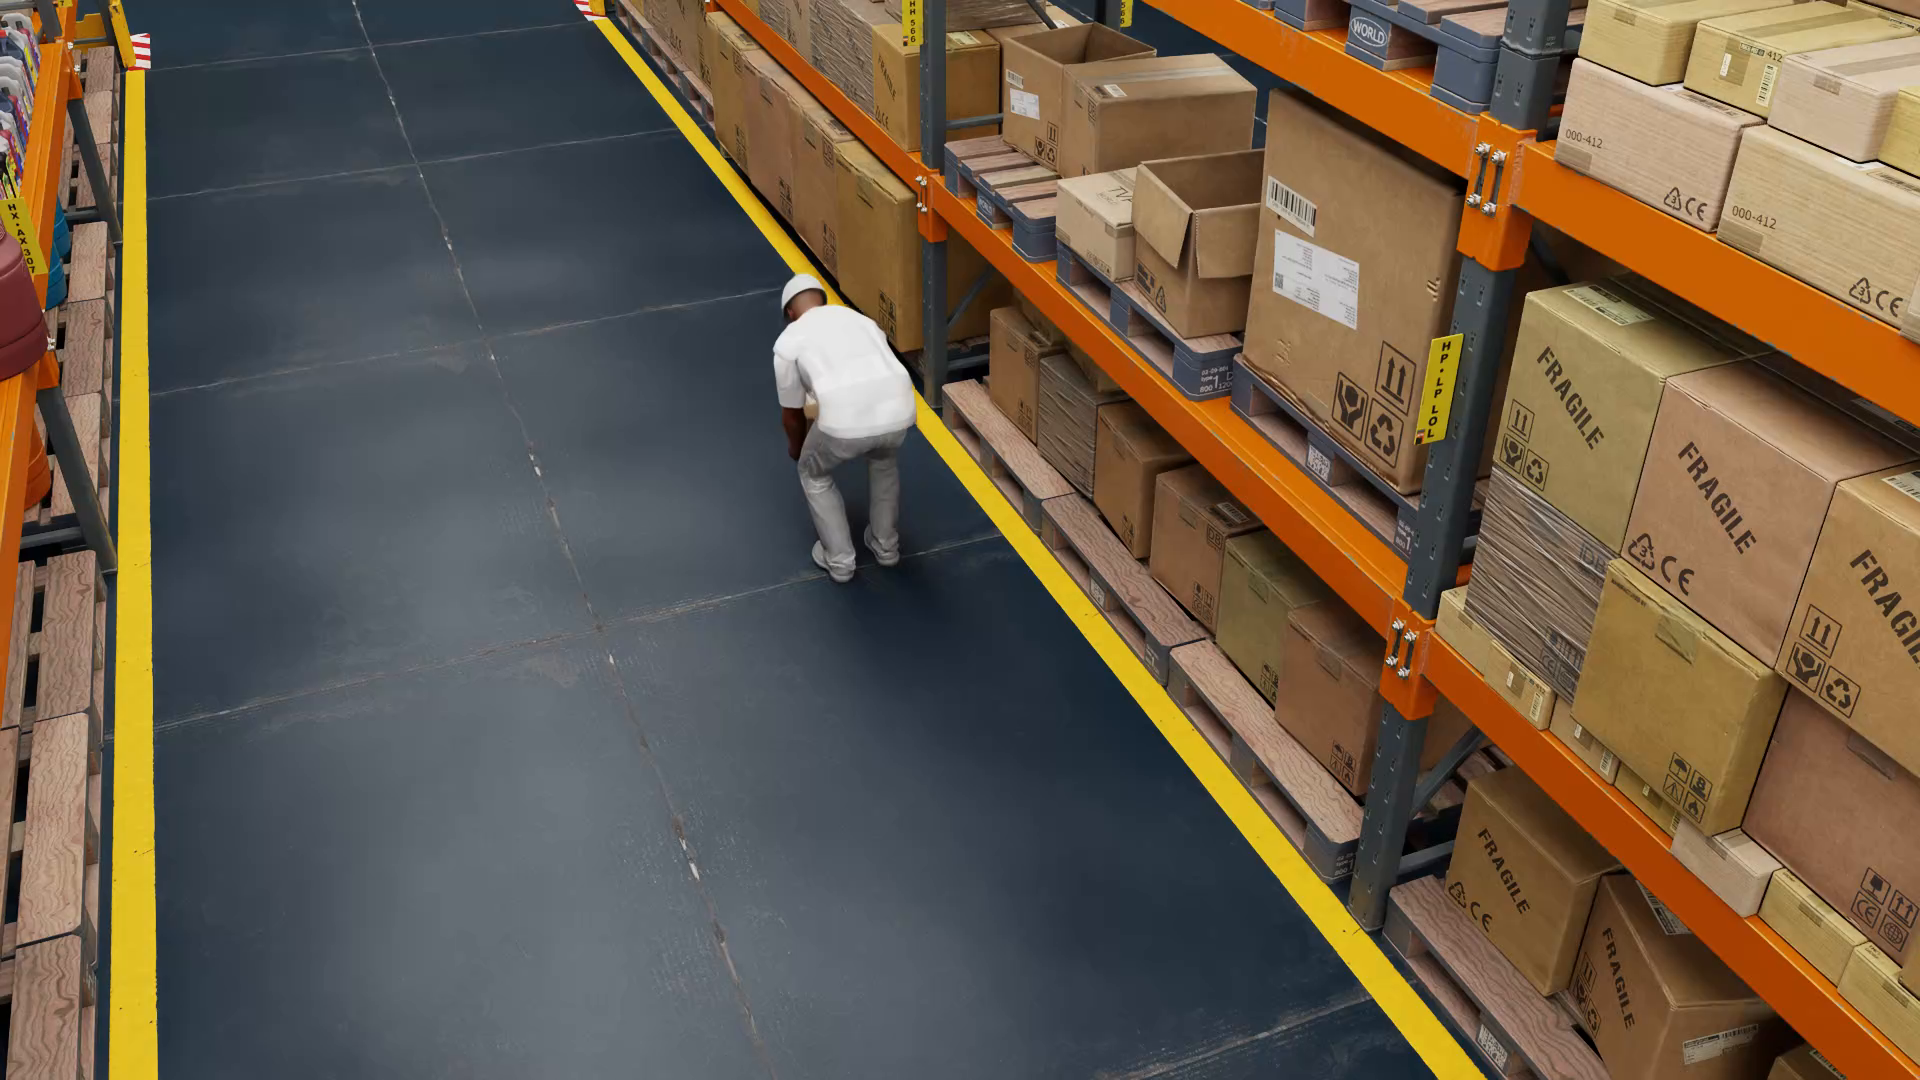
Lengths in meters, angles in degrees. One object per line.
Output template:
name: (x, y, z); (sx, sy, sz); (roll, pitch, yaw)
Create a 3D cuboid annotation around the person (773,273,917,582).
person: (-0.540, -0.494, 7.397); (0.501, 1.187, 0.954); (-15, 36, -21)
